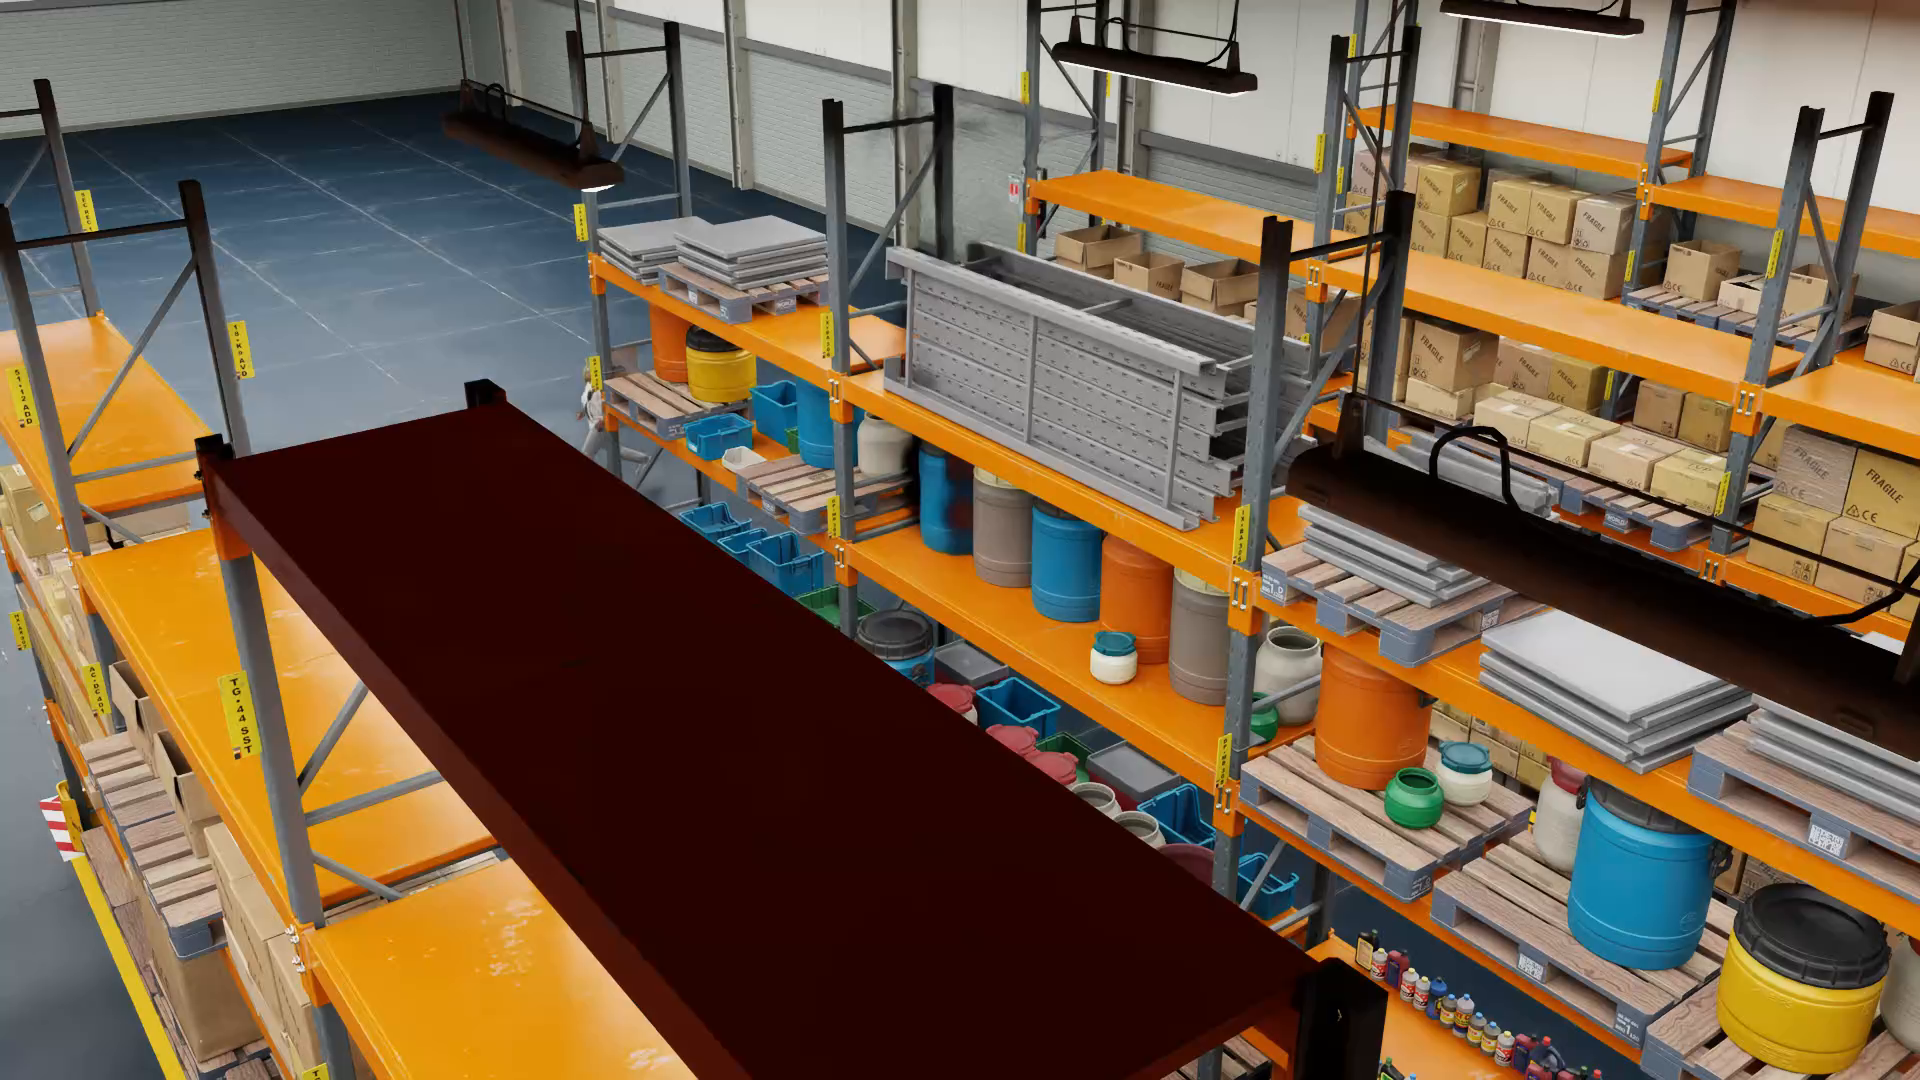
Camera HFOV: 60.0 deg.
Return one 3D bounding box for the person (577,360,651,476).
[{"bbox_3d":[-4.277,-1.360,19.952,1.091,1.708,0.545,-6,25,-12],"label":"person"}]
